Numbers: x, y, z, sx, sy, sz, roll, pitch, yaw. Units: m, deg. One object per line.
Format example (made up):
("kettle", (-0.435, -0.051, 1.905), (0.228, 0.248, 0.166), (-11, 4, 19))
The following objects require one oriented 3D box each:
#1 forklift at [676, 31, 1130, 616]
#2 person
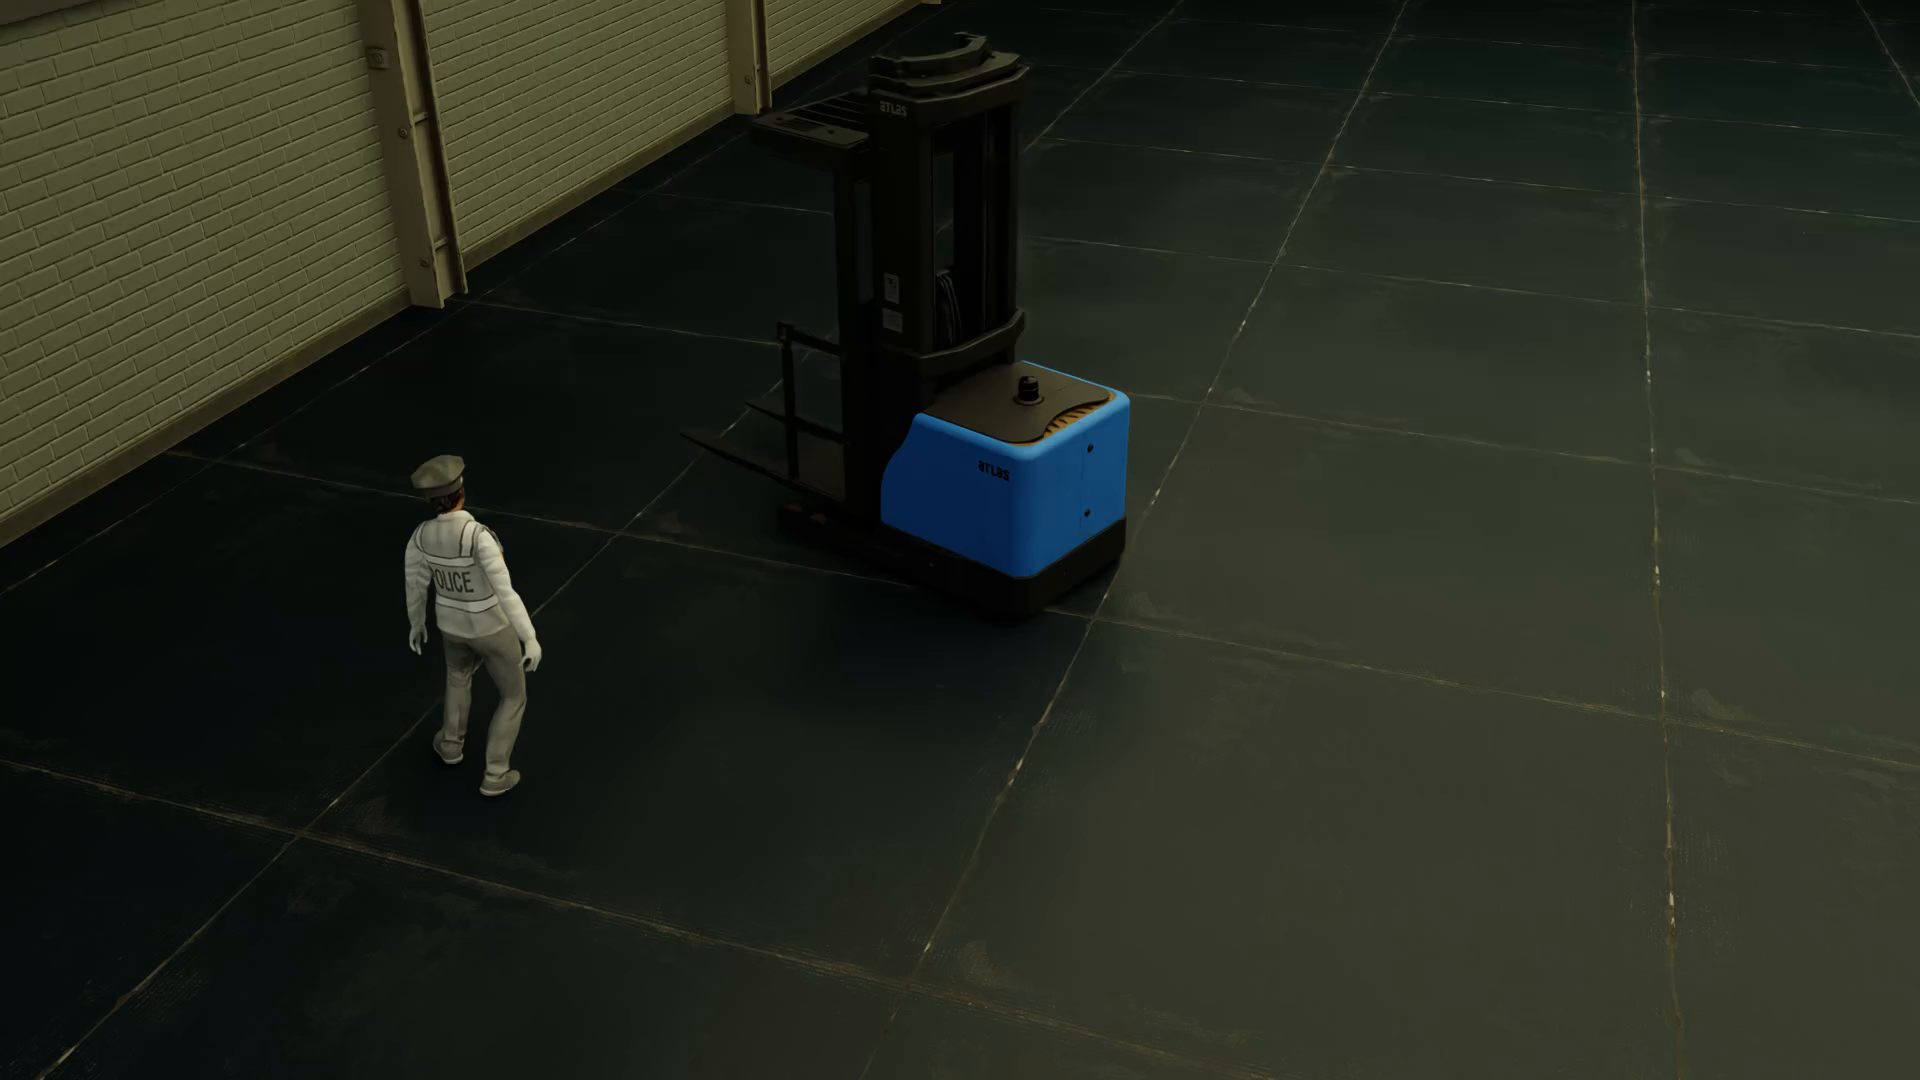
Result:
("forklift", (-0.483, -1.446, 9.673), (3.031, 2.935, 1.130), (22, 36, 34))
("person", (-2.285, 0.443, 7.759), (0.813, 1.648, 0.452), (13, 32, 22))
